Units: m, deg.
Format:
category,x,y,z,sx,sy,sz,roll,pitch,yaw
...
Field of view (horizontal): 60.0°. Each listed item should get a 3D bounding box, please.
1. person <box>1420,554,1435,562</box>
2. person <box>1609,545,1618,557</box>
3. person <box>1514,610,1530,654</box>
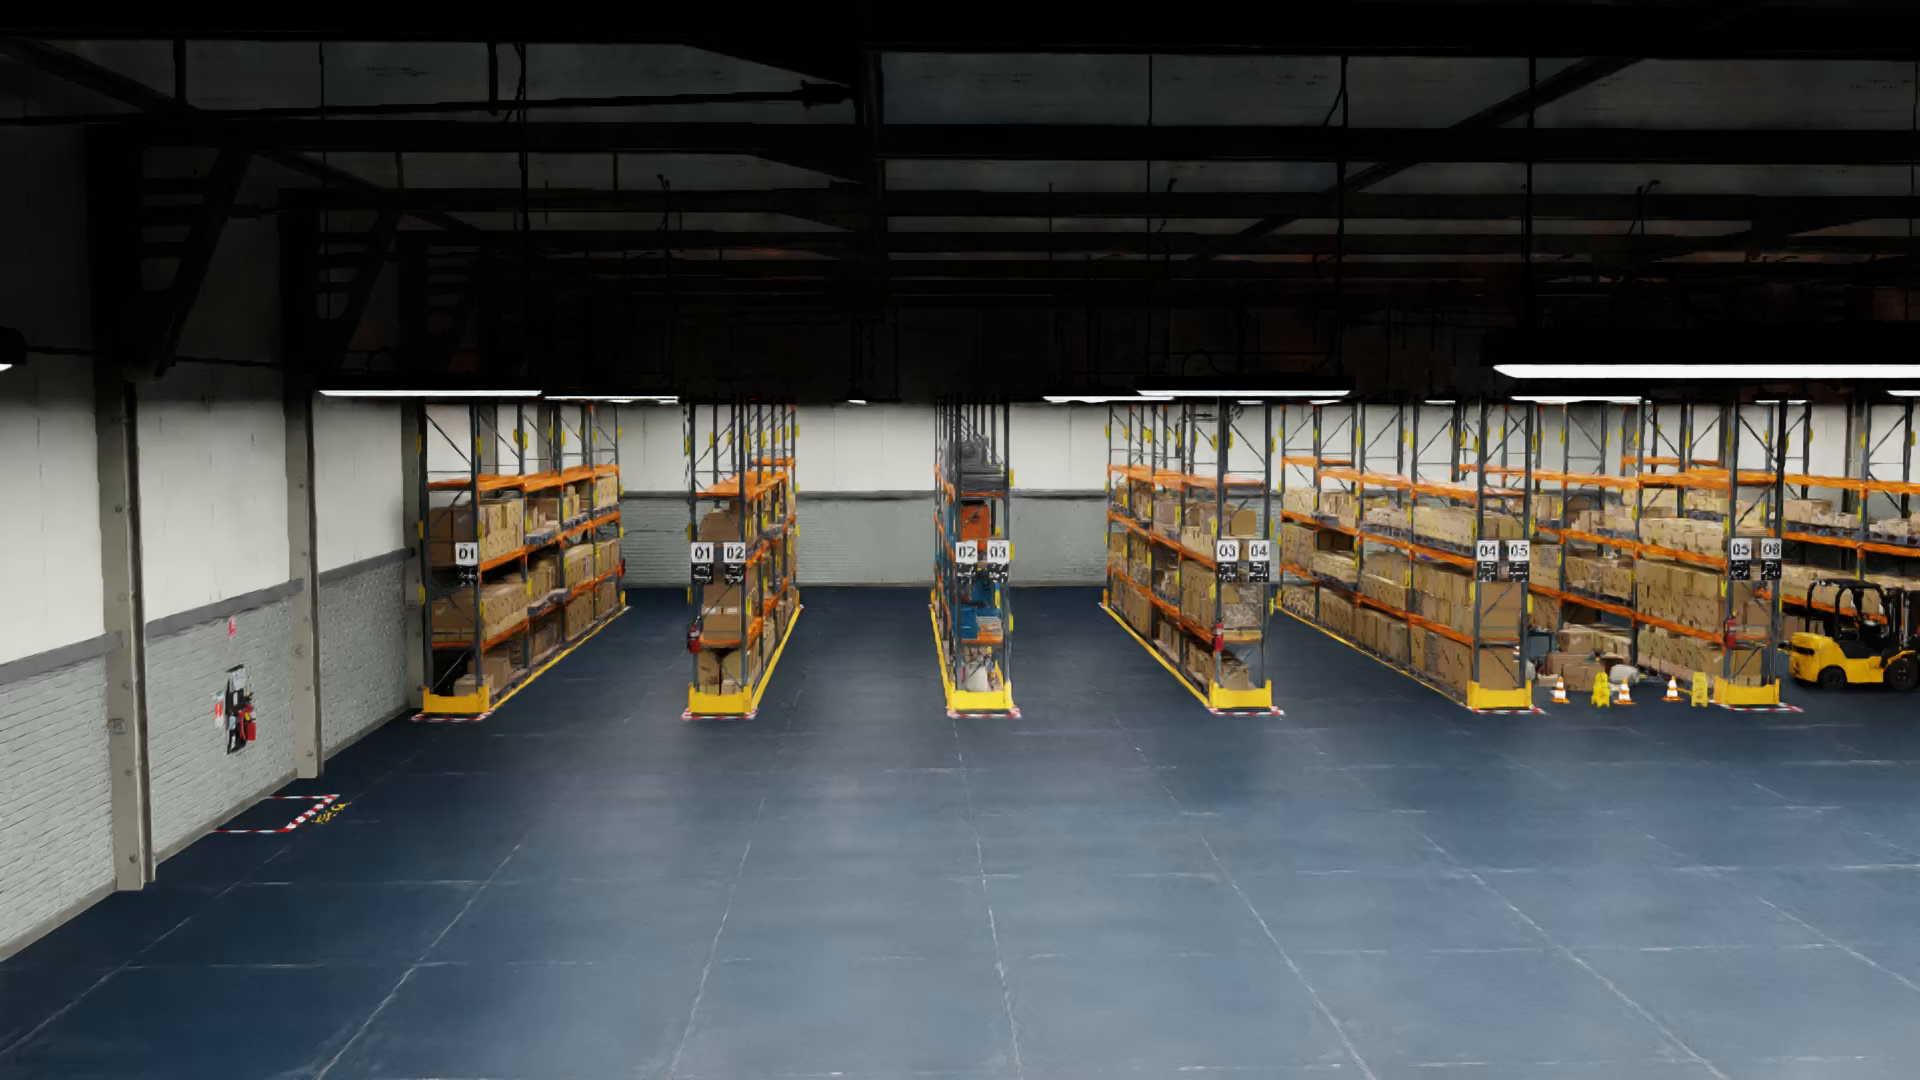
category,x,y,z,sx,sy,sz,roll,pitch,yaw
person,14.798,0.702,52.533,0.510,1.642,0.550,3,6,34
person,19.525,0.910,49.315,0.561,1.749,0.655,-3,5,-29
person,12.885,1.856,38.181,0.527,1.592,0.521,2,5,26
